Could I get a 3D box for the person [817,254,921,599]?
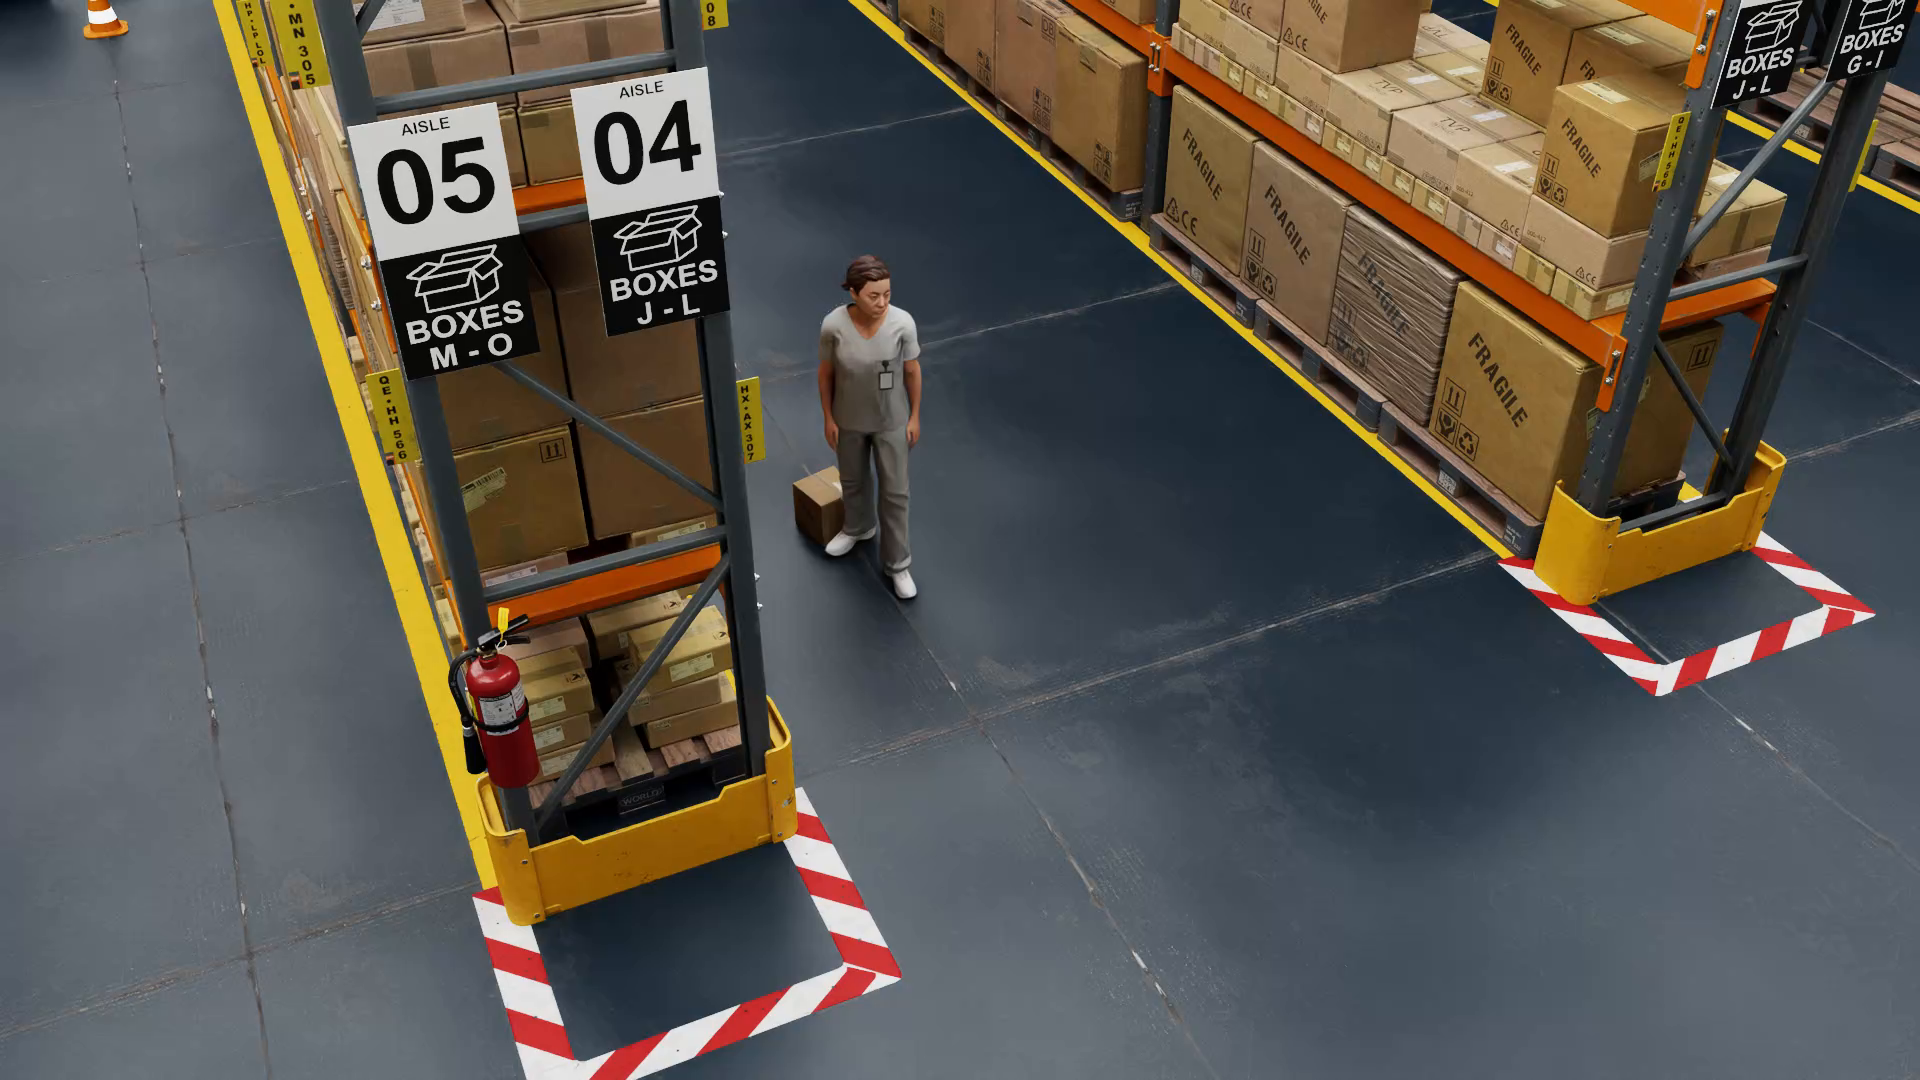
[{"bbox_3d":[-0.418,-0.541,7.553,0.486,1.673,0.546,2,37,3],"label":"person"}]
